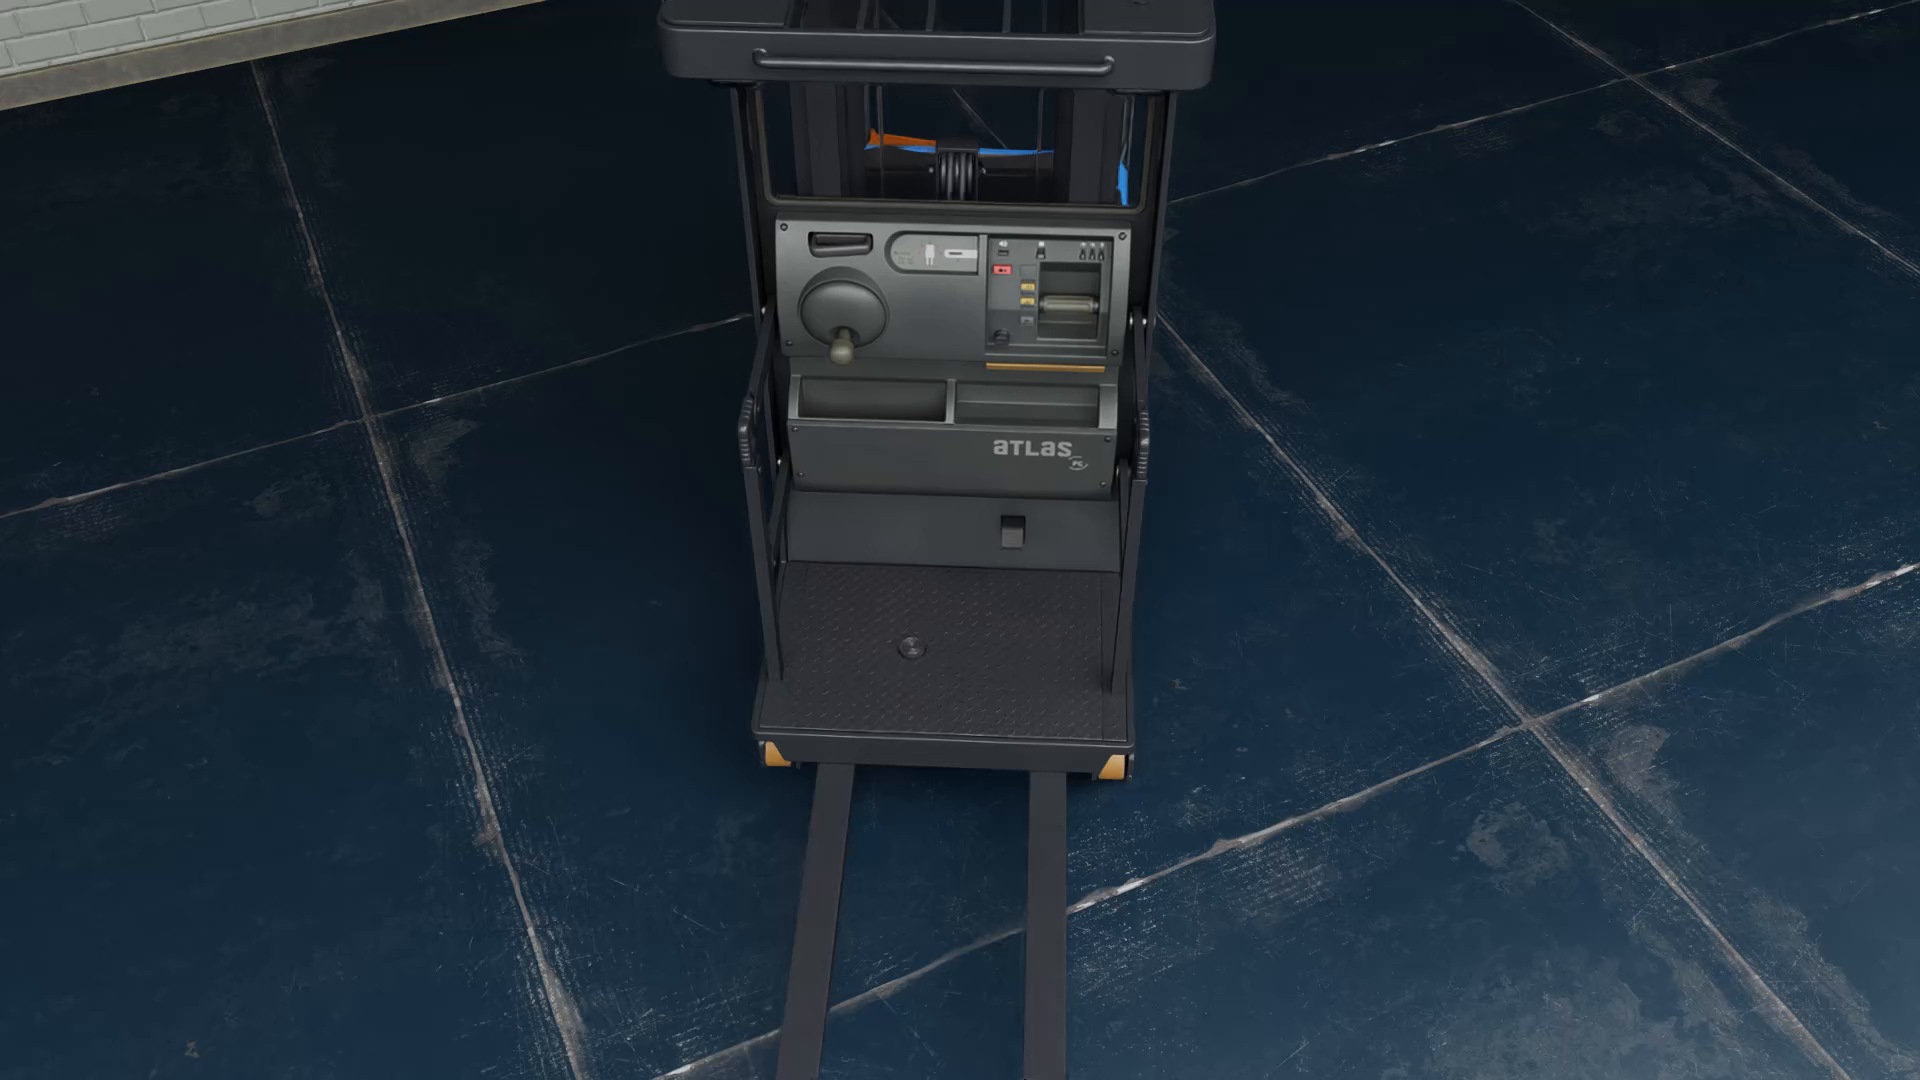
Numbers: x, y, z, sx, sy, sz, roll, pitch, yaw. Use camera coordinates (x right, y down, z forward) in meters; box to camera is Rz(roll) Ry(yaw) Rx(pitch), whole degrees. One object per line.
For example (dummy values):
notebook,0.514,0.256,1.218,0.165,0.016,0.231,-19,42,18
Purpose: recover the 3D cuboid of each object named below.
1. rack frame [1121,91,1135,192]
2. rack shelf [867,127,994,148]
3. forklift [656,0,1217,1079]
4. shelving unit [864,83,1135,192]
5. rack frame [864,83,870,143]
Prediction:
rack frame,0.560,-1.310,6.010,0.032,1.500,0.500,10,46,10
rack shelf,0.067,-1.270,6.225,1.000,0.185,0.538,10,46,10
forklift,-0.029,-0.561,4.232,1.130,2.935,3.031,2,45,2
shelving unit,0.076,-1.397,6.098,1.083,1.500,0.587,10,46,10
rack frame,-0.426,-1.486,6.188,0.032,1.500,0.500,10,46,10
